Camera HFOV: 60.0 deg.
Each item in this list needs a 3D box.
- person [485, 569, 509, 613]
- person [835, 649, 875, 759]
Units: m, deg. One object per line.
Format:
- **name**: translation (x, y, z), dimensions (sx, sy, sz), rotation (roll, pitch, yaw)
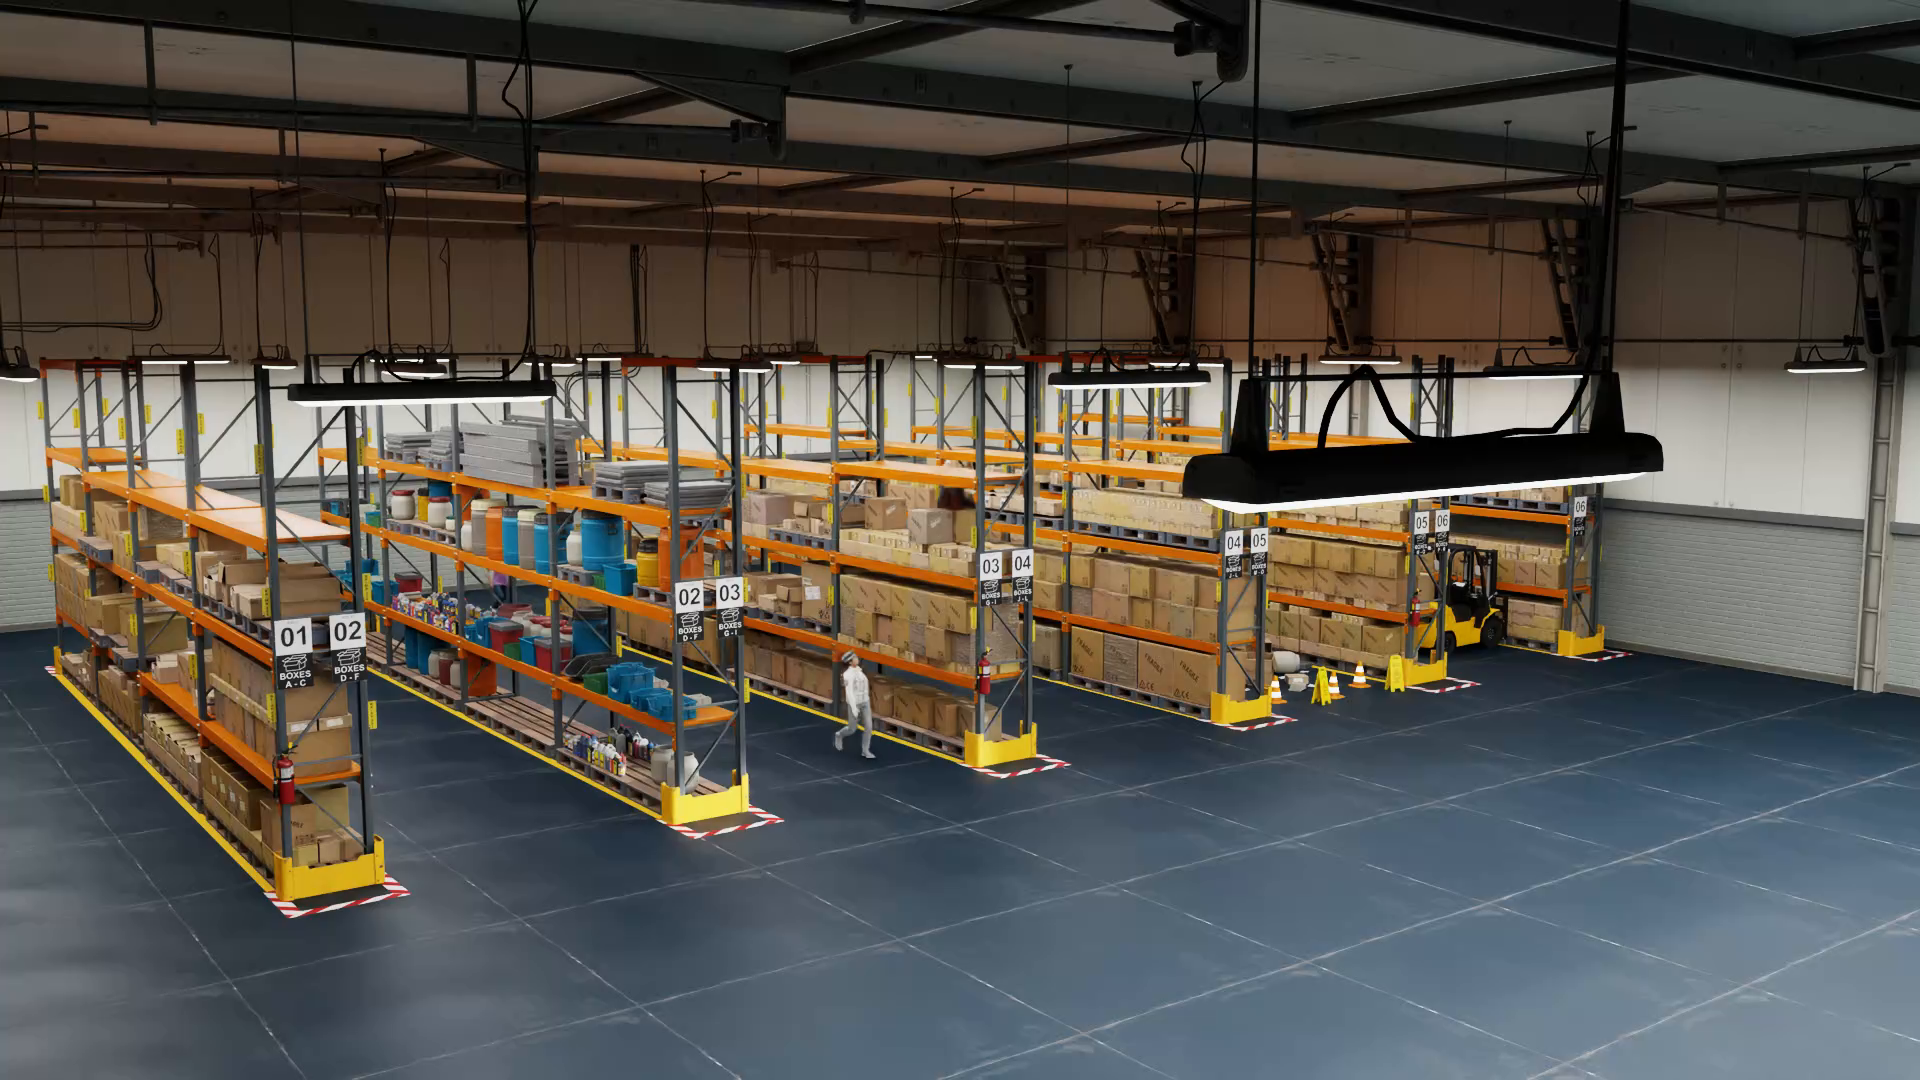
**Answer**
- **person**: translation (-10.455, 1.025, 37.736), dimensions (0.799, 1.601, 0.544), rotation (6, 9, 40)
- **person**: translation (-1.577, 2.468, 25.316), dimensions (0.518, 1.658, 0.697), rotation (-6, 9, -39)
